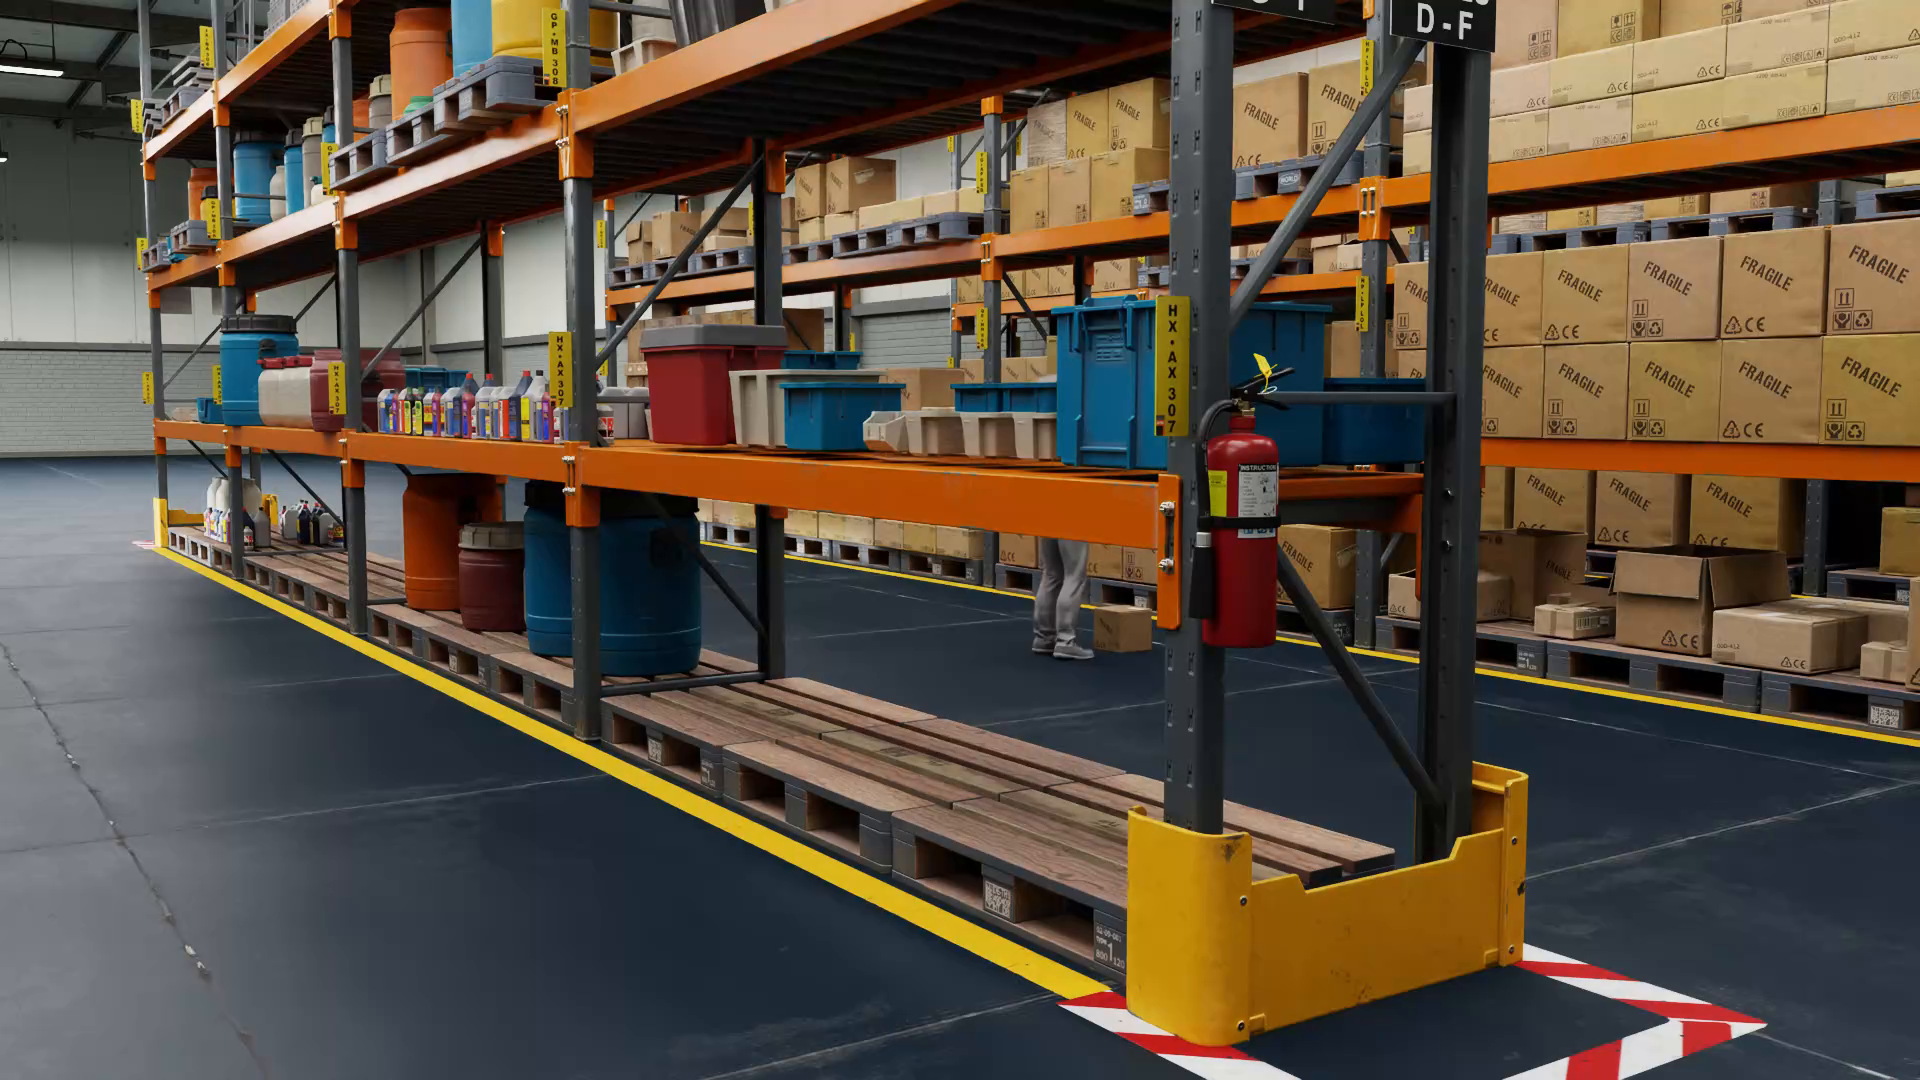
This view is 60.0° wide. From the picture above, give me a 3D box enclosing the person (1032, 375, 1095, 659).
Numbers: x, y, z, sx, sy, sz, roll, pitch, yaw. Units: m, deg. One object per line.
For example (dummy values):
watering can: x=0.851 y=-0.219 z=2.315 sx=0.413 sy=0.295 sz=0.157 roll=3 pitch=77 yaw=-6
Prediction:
person: x=0.600 y=-0.139 z=9.812 sx=0.328 sy=1.669 sz=0.470 roll=-3 pitch=6 yaw=-33
